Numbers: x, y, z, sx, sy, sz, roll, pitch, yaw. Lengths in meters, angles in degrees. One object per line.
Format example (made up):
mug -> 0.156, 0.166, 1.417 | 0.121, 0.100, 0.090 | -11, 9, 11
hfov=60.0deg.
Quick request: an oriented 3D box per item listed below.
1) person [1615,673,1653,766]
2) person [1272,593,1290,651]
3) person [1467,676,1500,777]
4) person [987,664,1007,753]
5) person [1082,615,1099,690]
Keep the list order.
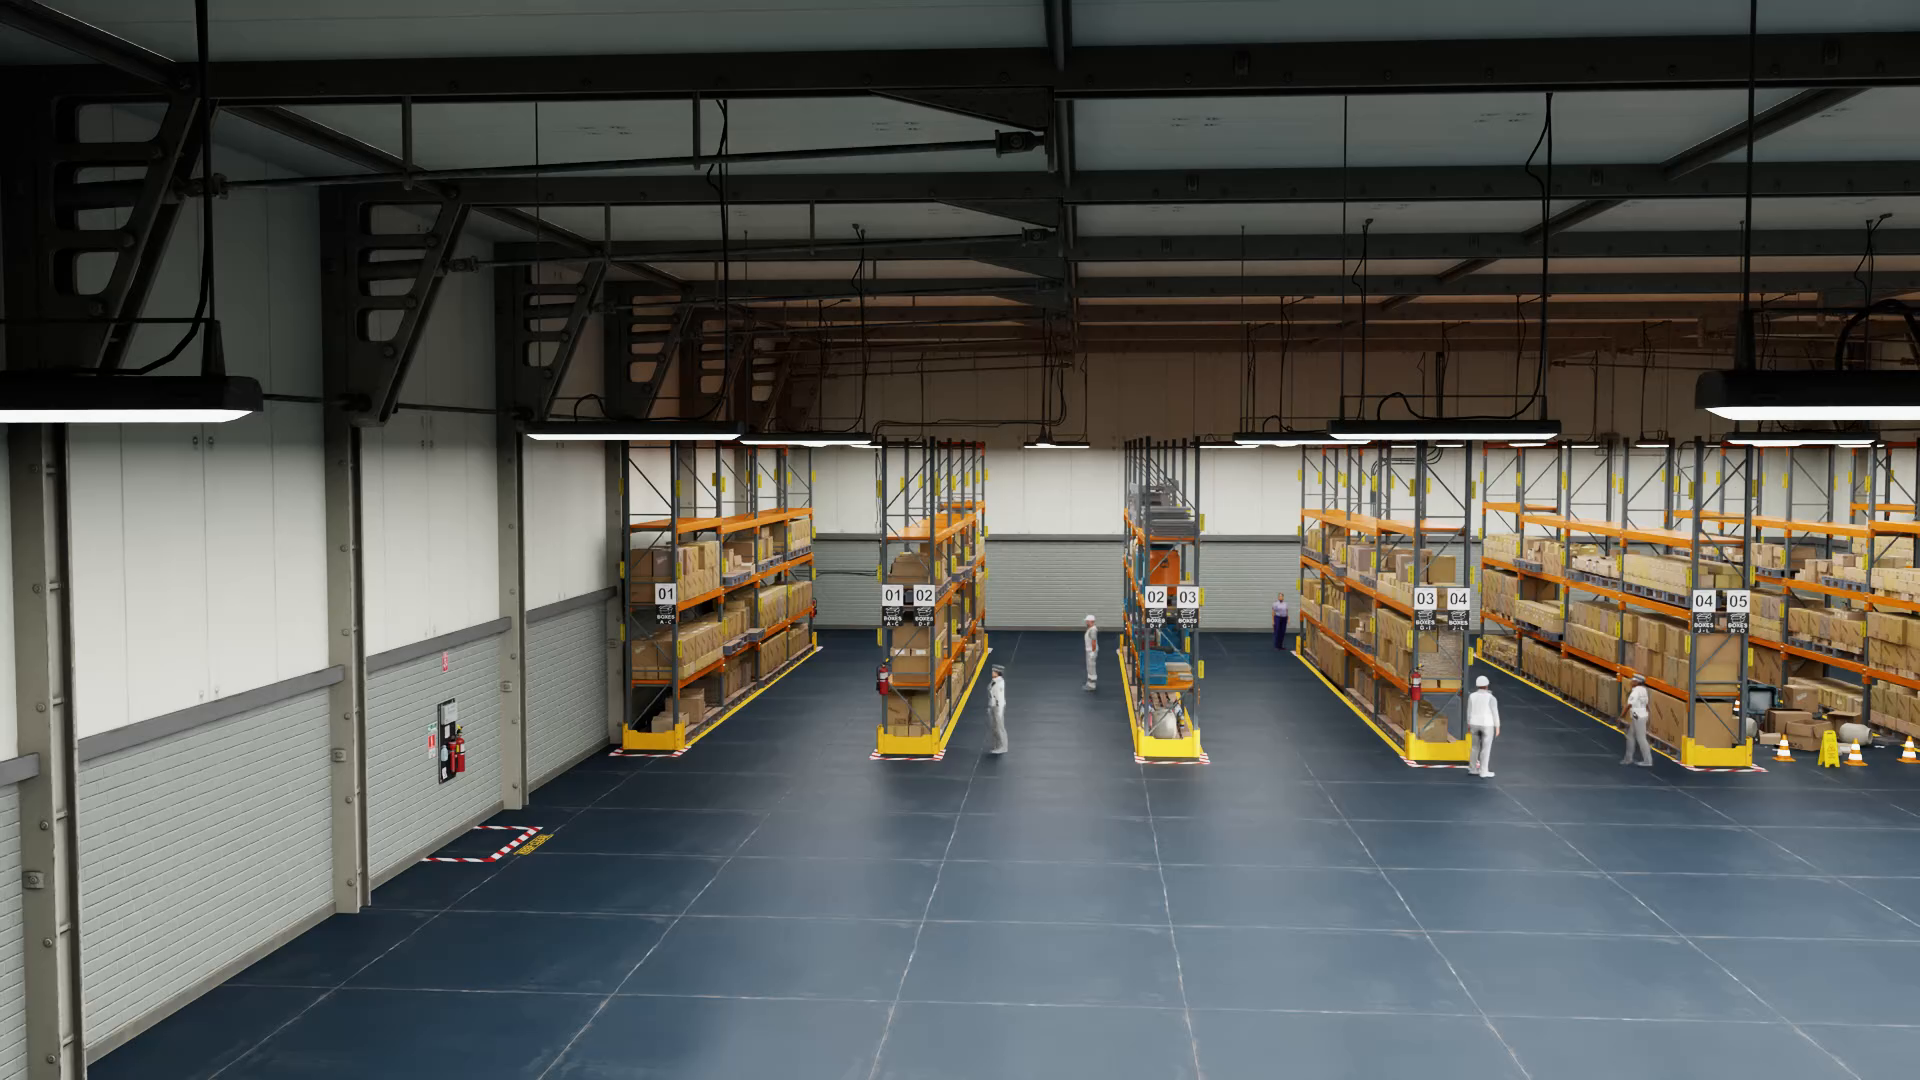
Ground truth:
person -> 12.297, 3.290, 30.254 | 0.644, 1.730, 0.546 | 2, 4, 32
person -> 9.220, 2.352, 47.833 | 0.528, 1.675, 0.382 | -1, 3, -23
person -> 9.237, 3.290, 29.268 | 0.430, 1.816, 0.588 | -3, 4, -44
person -> 0.686, 3.204, 31.515 | 0.365, 1.717, 0.582 | -1, 3, -20
person -> 3.124, 2.688, 39.872 | 0.398, 1.791, 0.598 | 0, 3, -2
